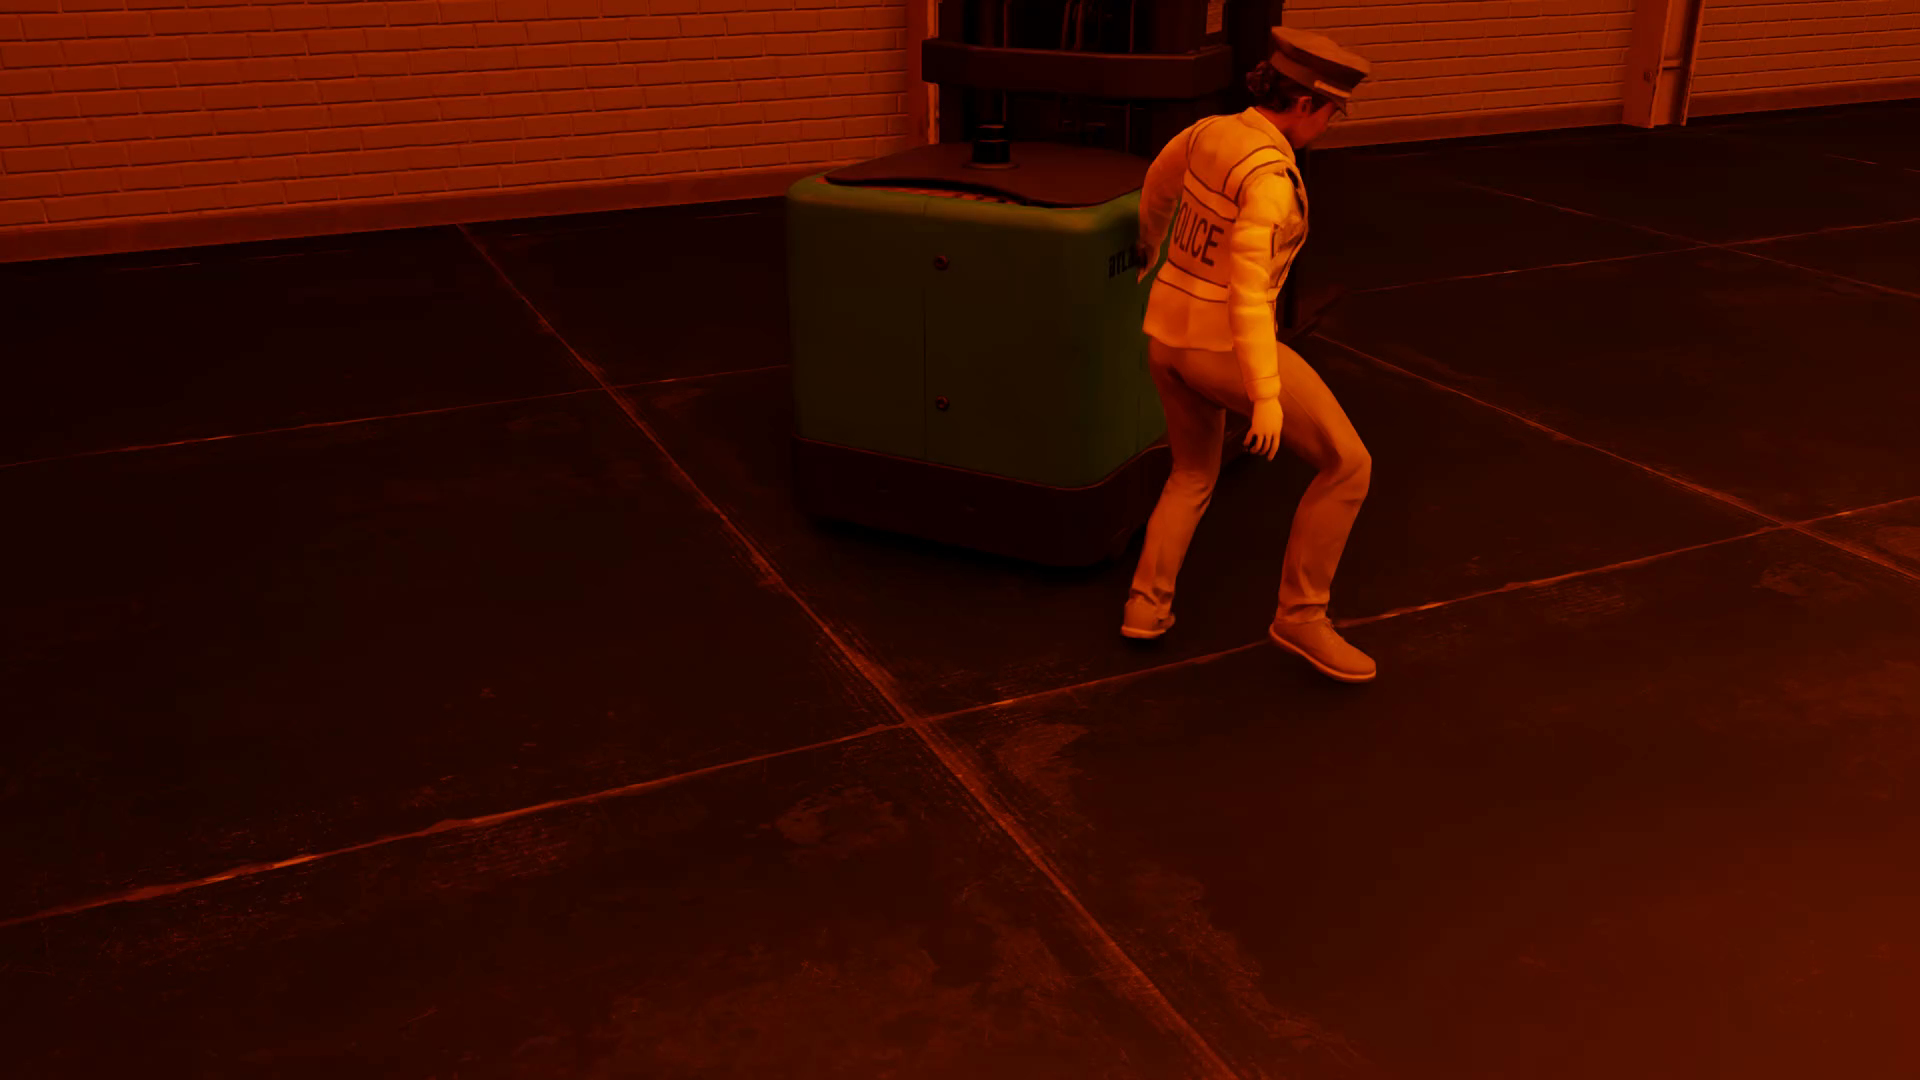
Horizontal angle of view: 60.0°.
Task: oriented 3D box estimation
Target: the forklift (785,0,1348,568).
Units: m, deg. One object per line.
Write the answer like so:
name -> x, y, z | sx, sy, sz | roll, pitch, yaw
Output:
forklift -> 0.636, -1.798, 5.613 | 1.130, 2.935, 3.031 | 12, 25, 27

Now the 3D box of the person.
person -> 0.663, -0.478, 4.259 | 0.531, 1.610, 1.058 | -9, 24, -20
